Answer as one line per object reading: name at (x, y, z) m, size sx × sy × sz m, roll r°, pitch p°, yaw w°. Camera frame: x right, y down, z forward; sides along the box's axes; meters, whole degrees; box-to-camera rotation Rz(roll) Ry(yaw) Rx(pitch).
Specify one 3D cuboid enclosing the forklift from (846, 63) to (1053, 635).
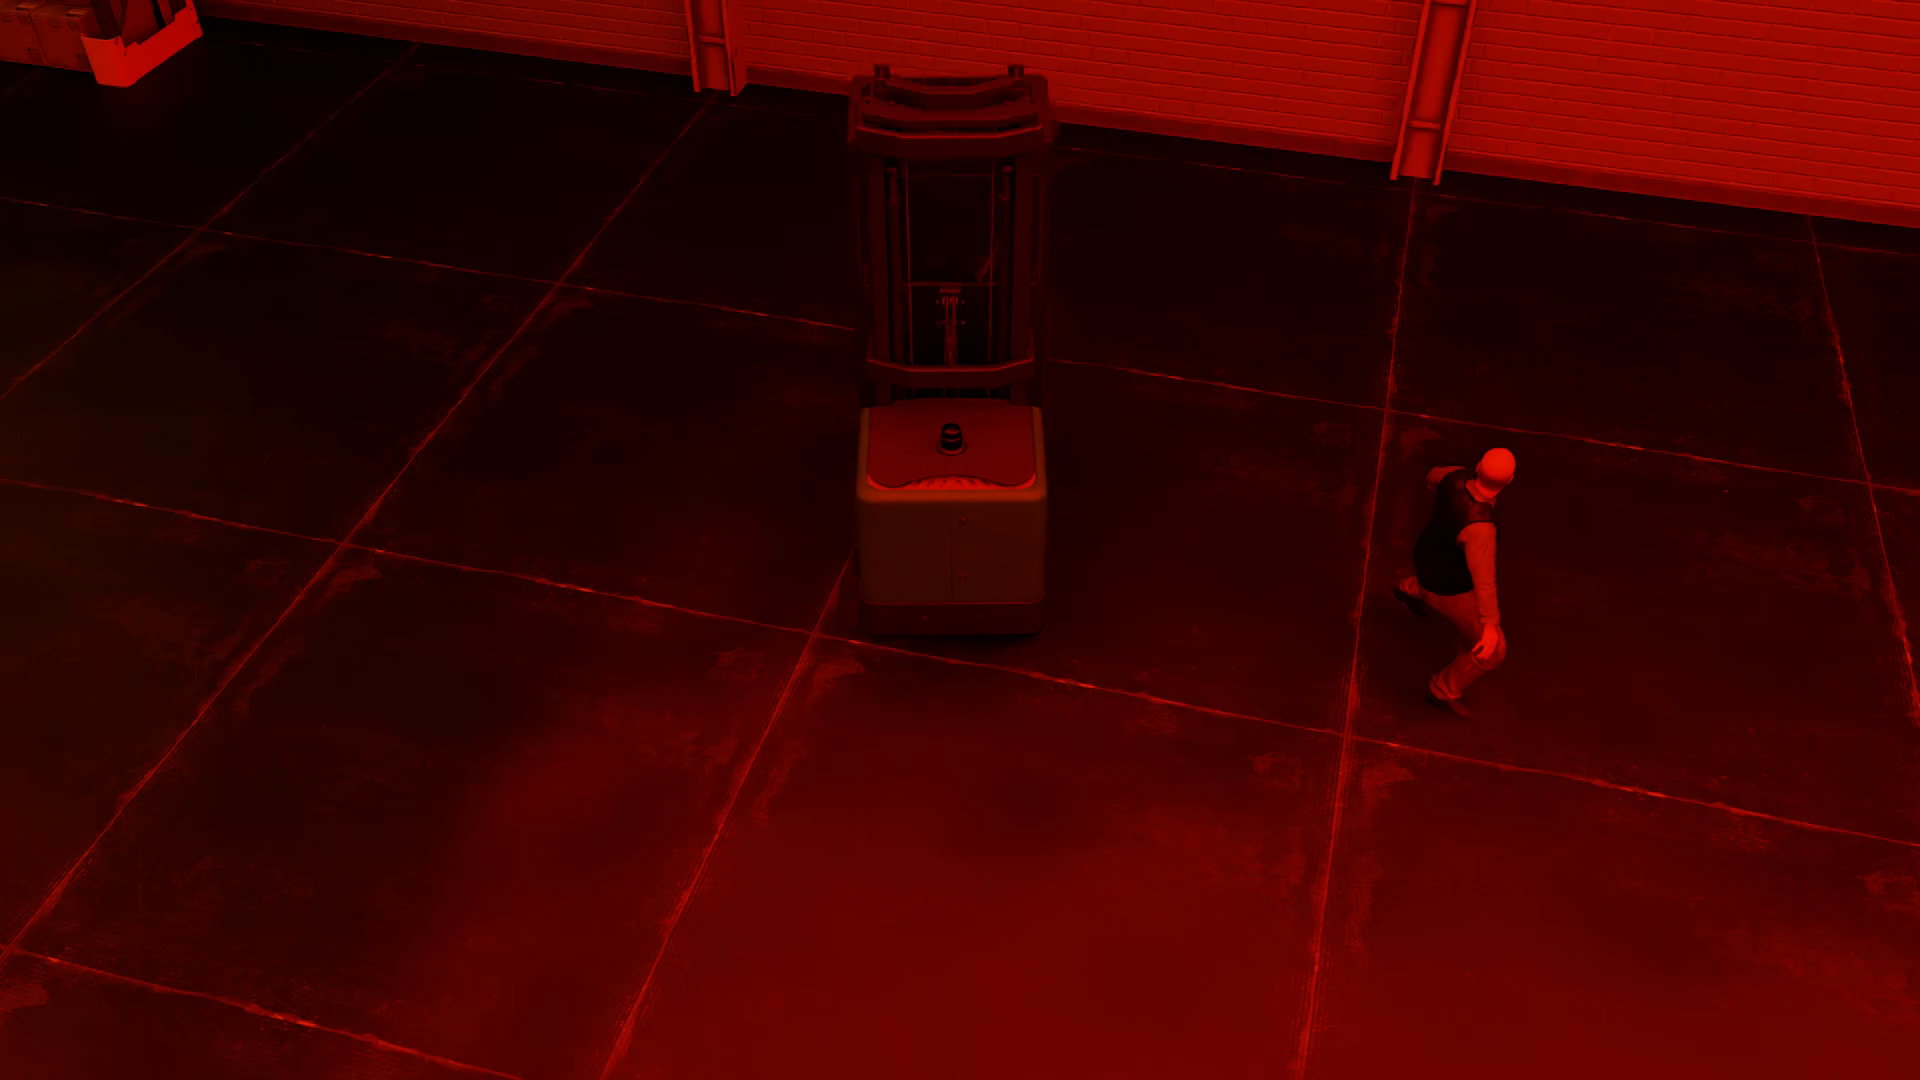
forklift at (-0.059, -1.513, 9.588) m, size 1.130 × 2.935 × 3.031 m, roll 0°, pitch 41°, yaw 0°

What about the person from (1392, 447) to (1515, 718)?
person at (2.646, 0.211, 8.758) m, size 0.503 × 1.500 × 1.047 m, roll 4°, pitch 41°, yaw 4°
